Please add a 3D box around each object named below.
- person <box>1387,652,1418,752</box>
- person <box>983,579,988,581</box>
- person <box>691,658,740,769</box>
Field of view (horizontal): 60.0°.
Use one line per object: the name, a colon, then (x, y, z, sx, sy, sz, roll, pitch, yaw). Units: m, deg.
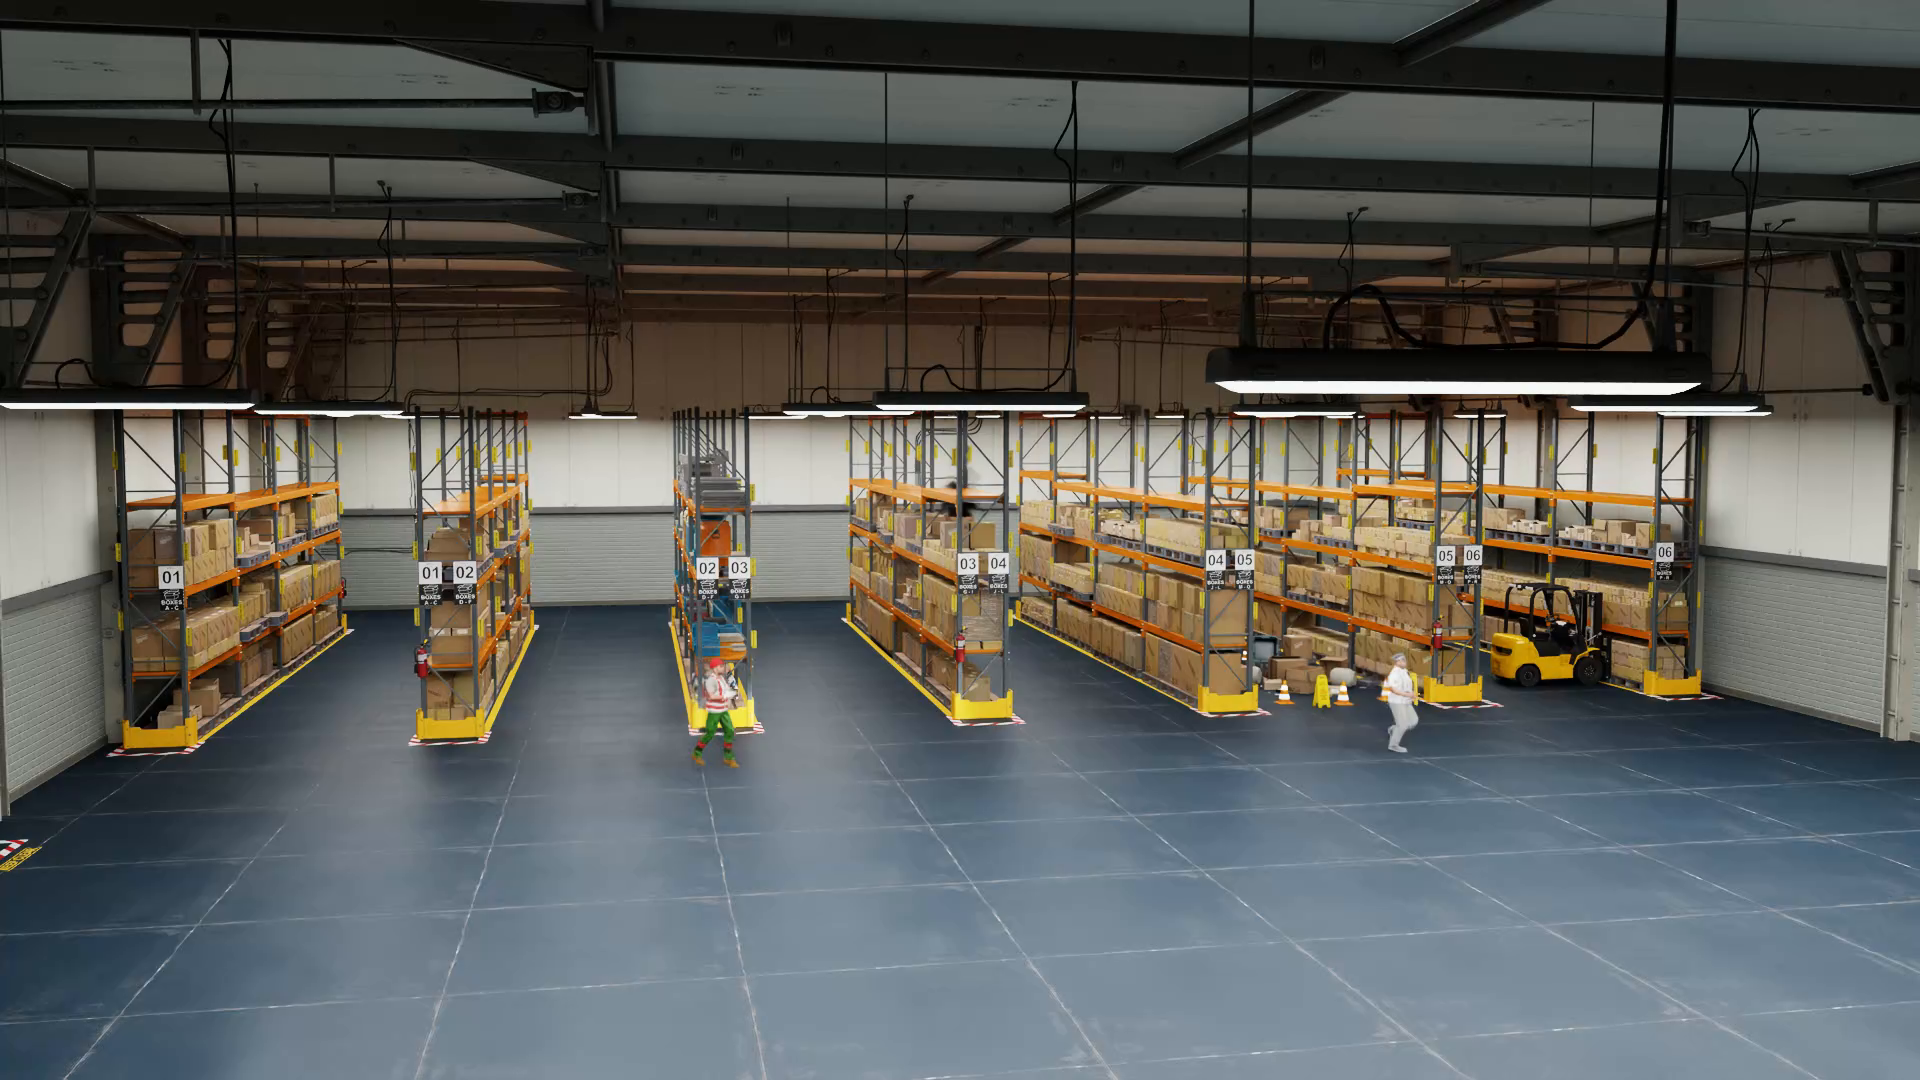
person: (7.689, 2.805, 28.868, 0.568, 1.743, 0.660, 3, 5, 35)
person: (0.527, 1.460, 48.885, 0.654, 1.606, 0.590, 2, 5, 28)
person: (-4.043, 2.864, 27.442, 0.836, 1.846, 0.661, 1, 4, 19)
